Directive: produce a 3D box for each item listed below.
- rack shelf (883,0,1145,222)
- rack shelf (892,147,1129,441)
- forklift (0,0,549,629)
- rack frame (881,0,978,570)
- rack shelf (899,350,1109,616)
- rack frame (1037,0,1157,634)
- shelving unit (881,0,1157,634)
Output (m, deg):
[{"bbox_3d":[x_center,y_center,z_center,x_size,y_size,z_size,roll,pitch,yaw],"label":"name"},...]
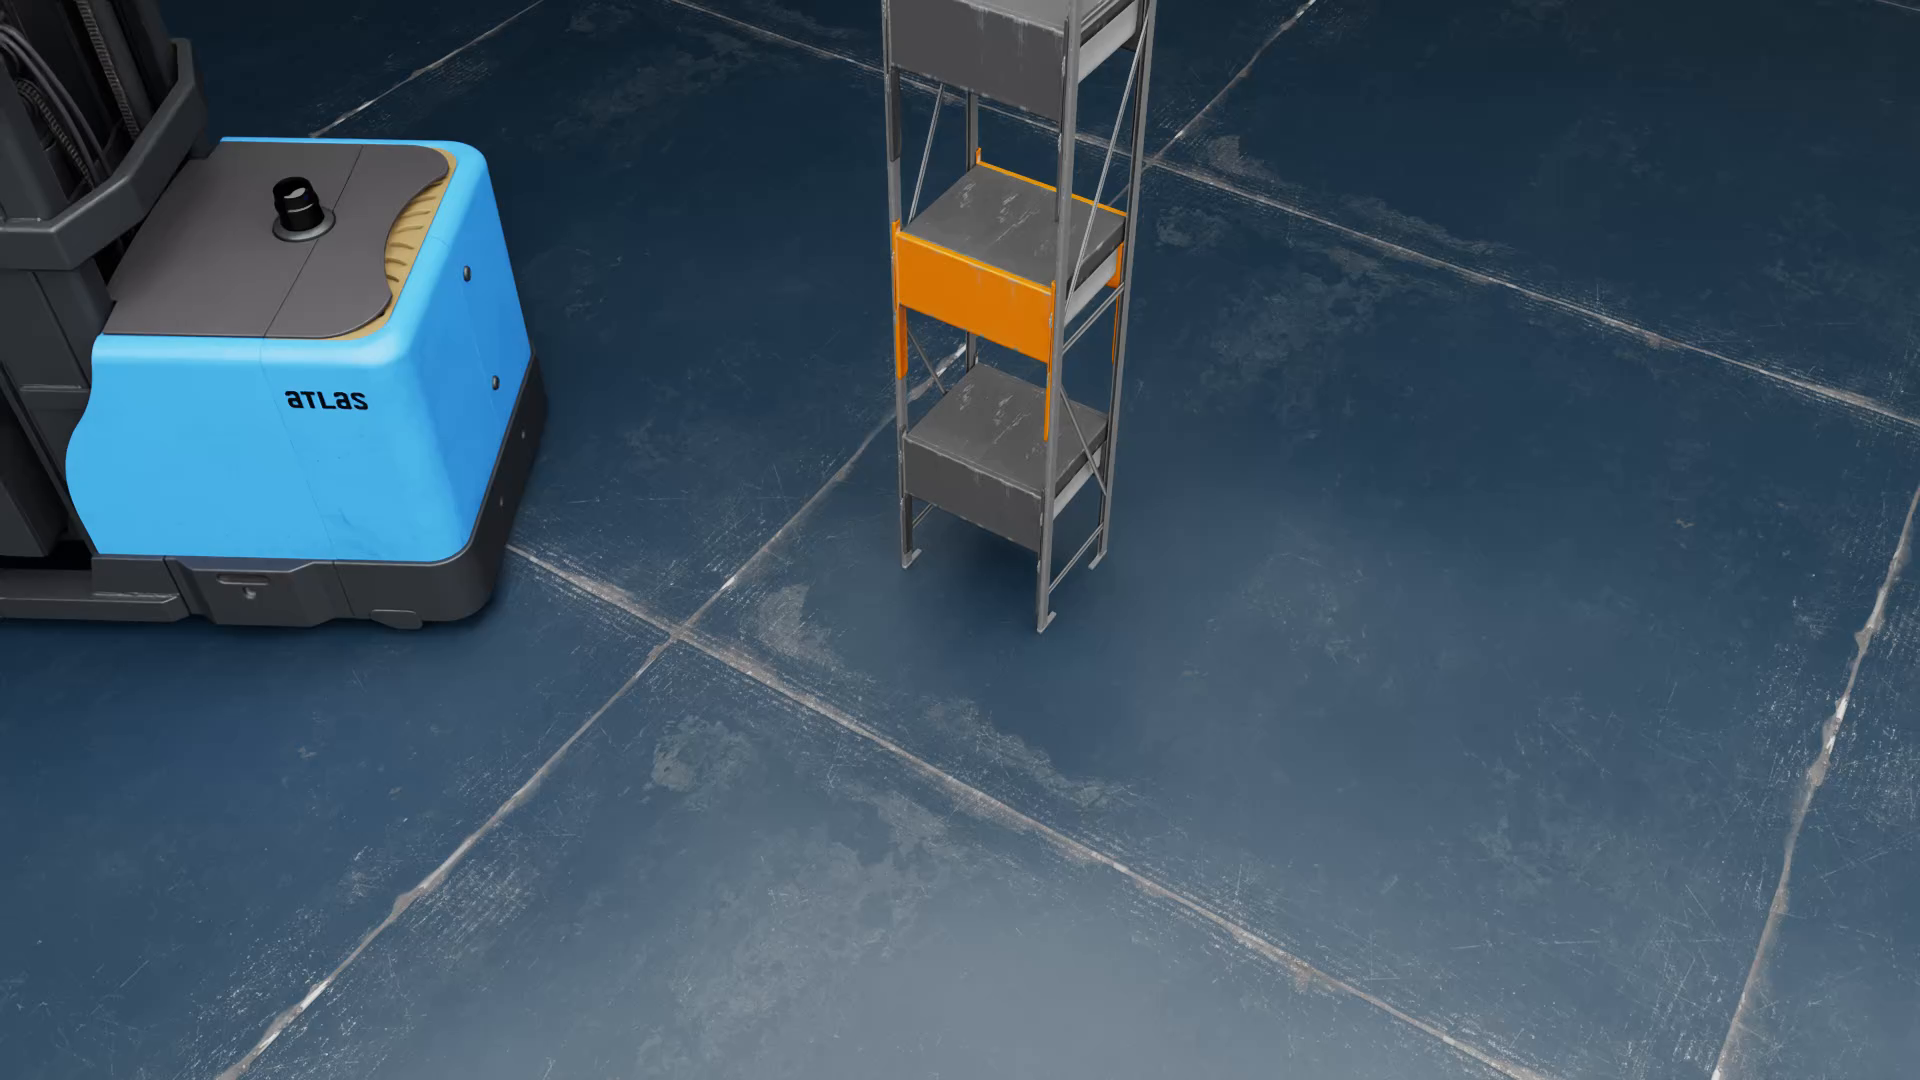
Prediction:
[{"bbox_3d":[0.139,-1.146,3.942,0.480,0.518,0.431,25,51,22],"label":"rack shelf"},{"bbox_3d":[0.139,-0.658,4.444,0.480,0.518,0.431,25,51,22],"label":"rack shelf"},{"bbox_3d":[-2.909,-1.143,4.317,3.031,2.935,1.130,1,46,1],"label":"forklift"},{"bbox_3d":[-0.066,-0.762,4.526,0.015,2.100,0.400,25,51,22],"label":"rack frame"},{"bbox_3d":[0.139,-0.170,4.946,0.480,0.518,0.431,25,51,22],"label":"rack shelf"},{"bbox_3d":[0.345,-0.573,4.343,0.015,2.100,0.400,25,51,22],"label":"rack frame"},{"bbox_3d":[0.139,-0.668,4.435,0.503,2.100,0.431,25,51,22],"label":"shelving unit"}]
